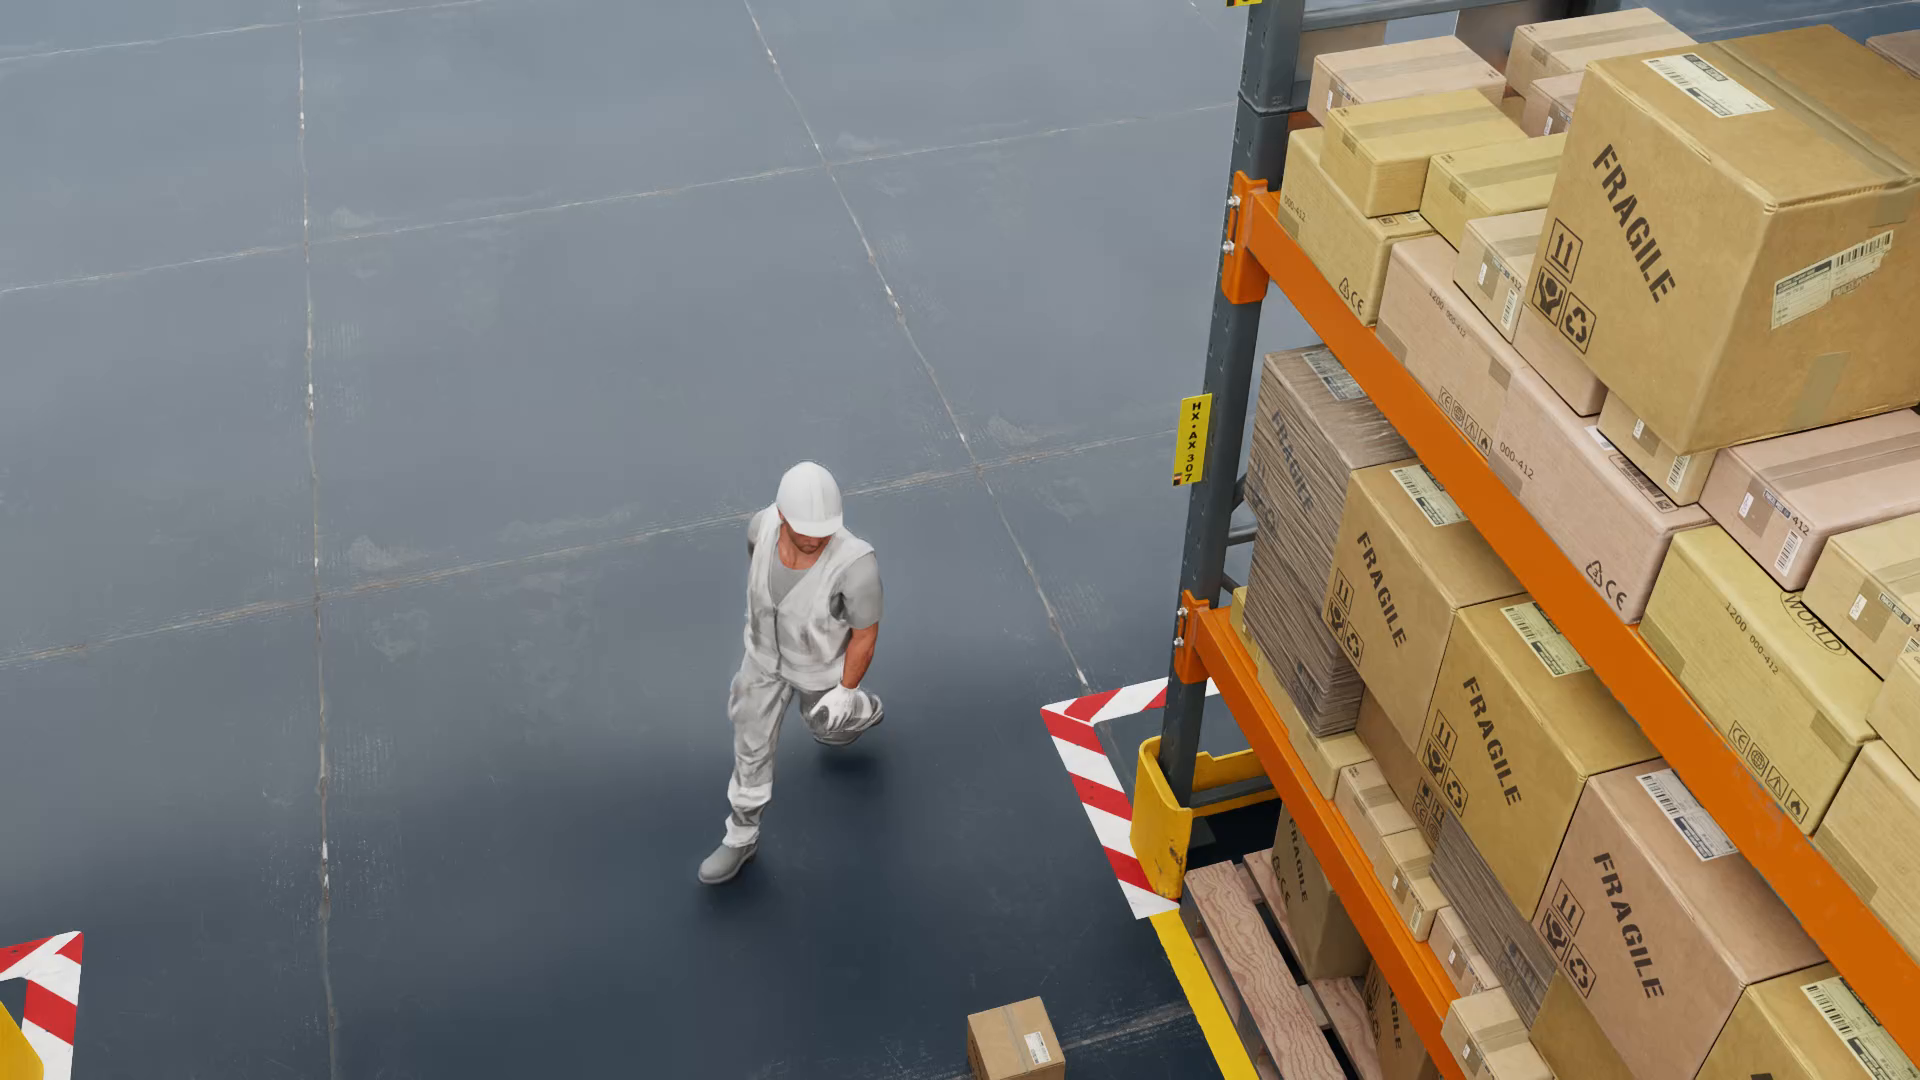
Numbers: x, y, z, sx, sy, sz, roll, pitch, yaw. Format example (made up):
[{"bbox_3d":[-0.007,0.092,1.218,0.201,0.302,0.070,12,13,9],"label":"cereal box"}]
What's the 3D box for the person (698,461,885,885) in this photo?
[{"bbox_3d":[-0.549,0.397,5.726,0.632,1.734,1.024,18,45,19],"label":"person"}]
